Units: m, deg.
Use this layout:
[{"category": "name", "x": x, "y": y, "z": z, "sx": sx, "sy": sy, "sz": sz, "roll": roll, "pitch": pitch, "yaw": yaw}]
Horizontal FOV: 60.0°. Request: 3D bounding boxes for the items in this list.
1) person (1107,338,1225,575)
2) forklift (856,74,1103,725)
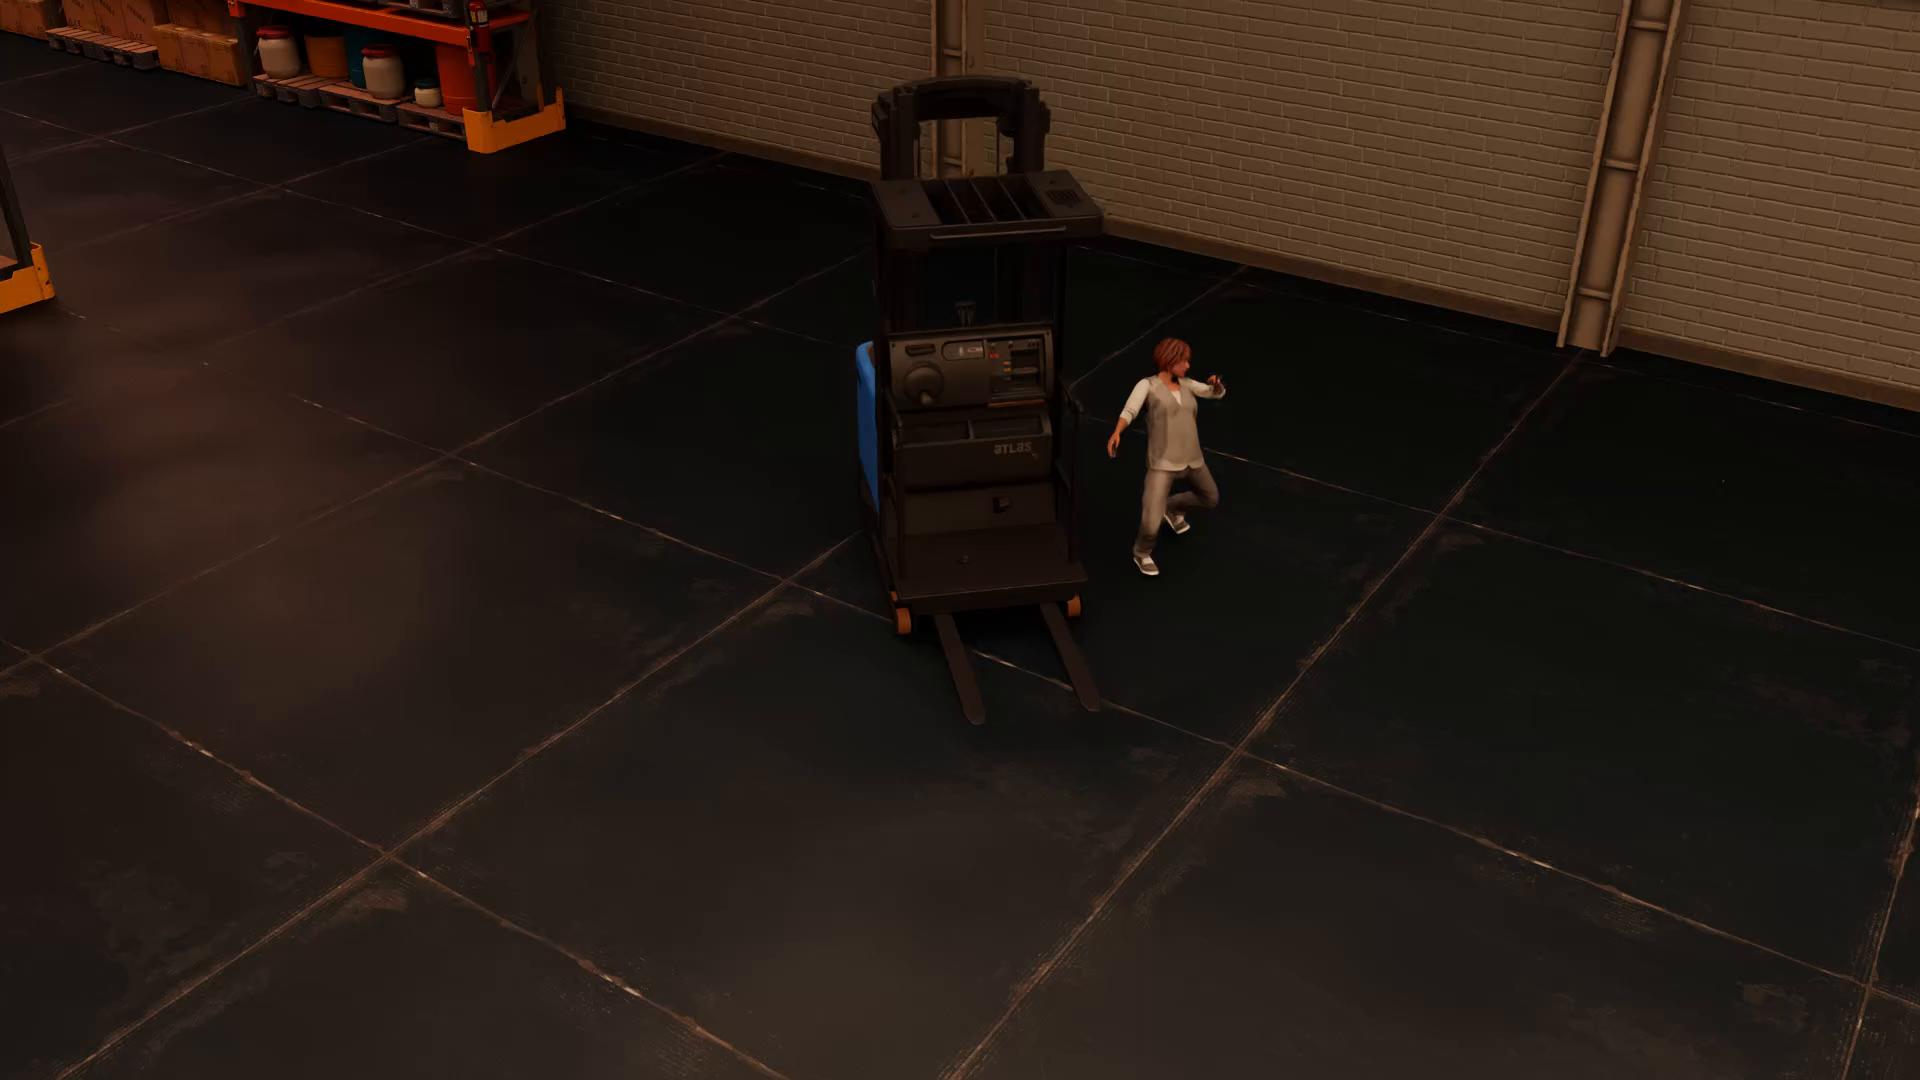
[{"category": "person", "x": 1.164, "y": -0.422, "z": 9.833, "sx": 0.917, "sy": 1.366, "sz": 0.686, "roll": -19, "pitch": 35, "yaw": -30}, {"category": "forklift", "x": 0.110, "y": -0.917, "z": 9.160, "sx": 1.130, "sy": 2.935, "sz": 3.031, "roll": -5, "pitch": 31, "yaw": -9}]
